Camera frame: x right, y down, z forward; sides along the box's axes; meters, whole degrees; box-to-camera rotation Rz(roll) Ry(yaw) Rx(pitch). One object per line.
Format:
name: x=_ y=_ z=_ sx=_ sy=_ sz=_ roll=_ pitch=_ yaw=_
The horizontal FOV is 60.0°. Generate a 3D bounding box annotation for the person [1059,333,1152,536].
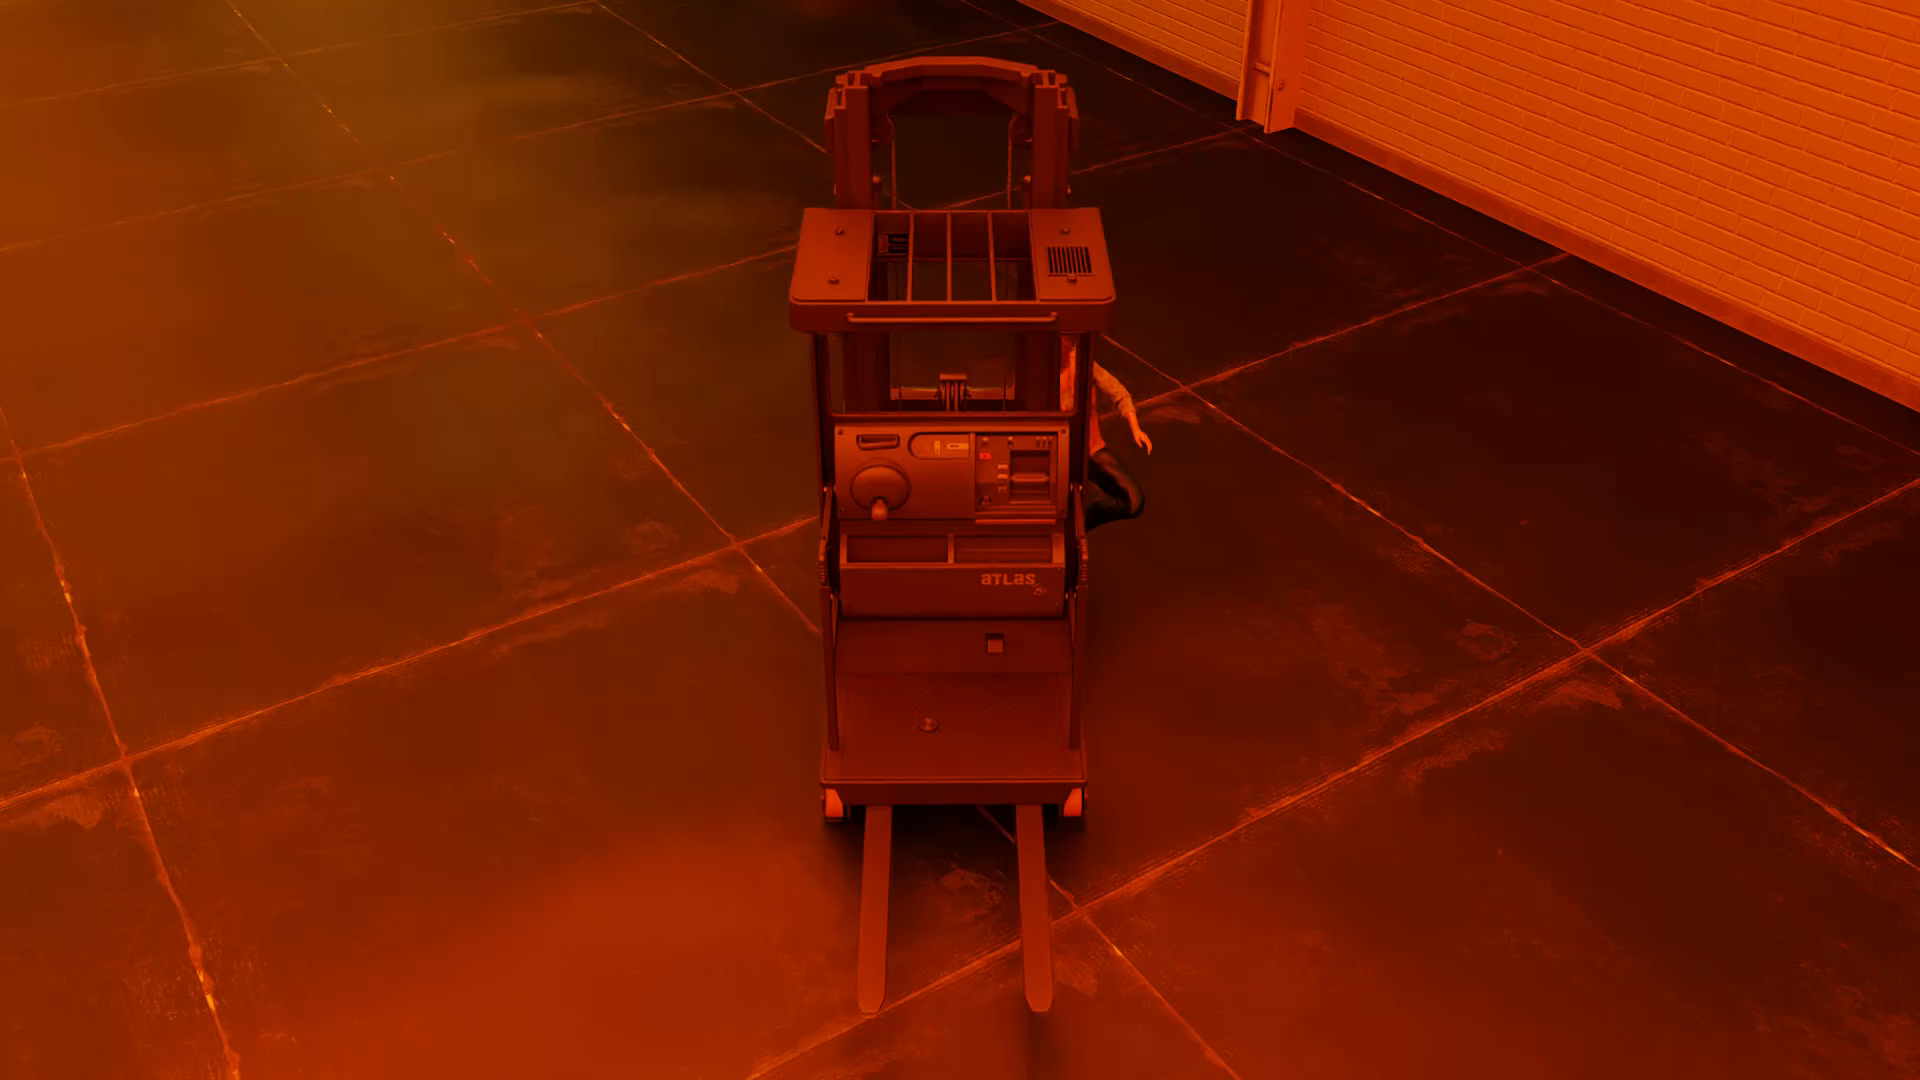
person: x=0.507 y=-0.336 z=7.945 sx=0.766 sy=1.358 sz=0.709 roll=-10 pitch=36 yaw=-13

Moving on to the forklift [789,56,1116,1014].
forklift: x=-0.027 y=-0.207 z=6.442 sx=1.130 sy=2.935 sz=3.031 roll=0 pitch=35 yaw=0
